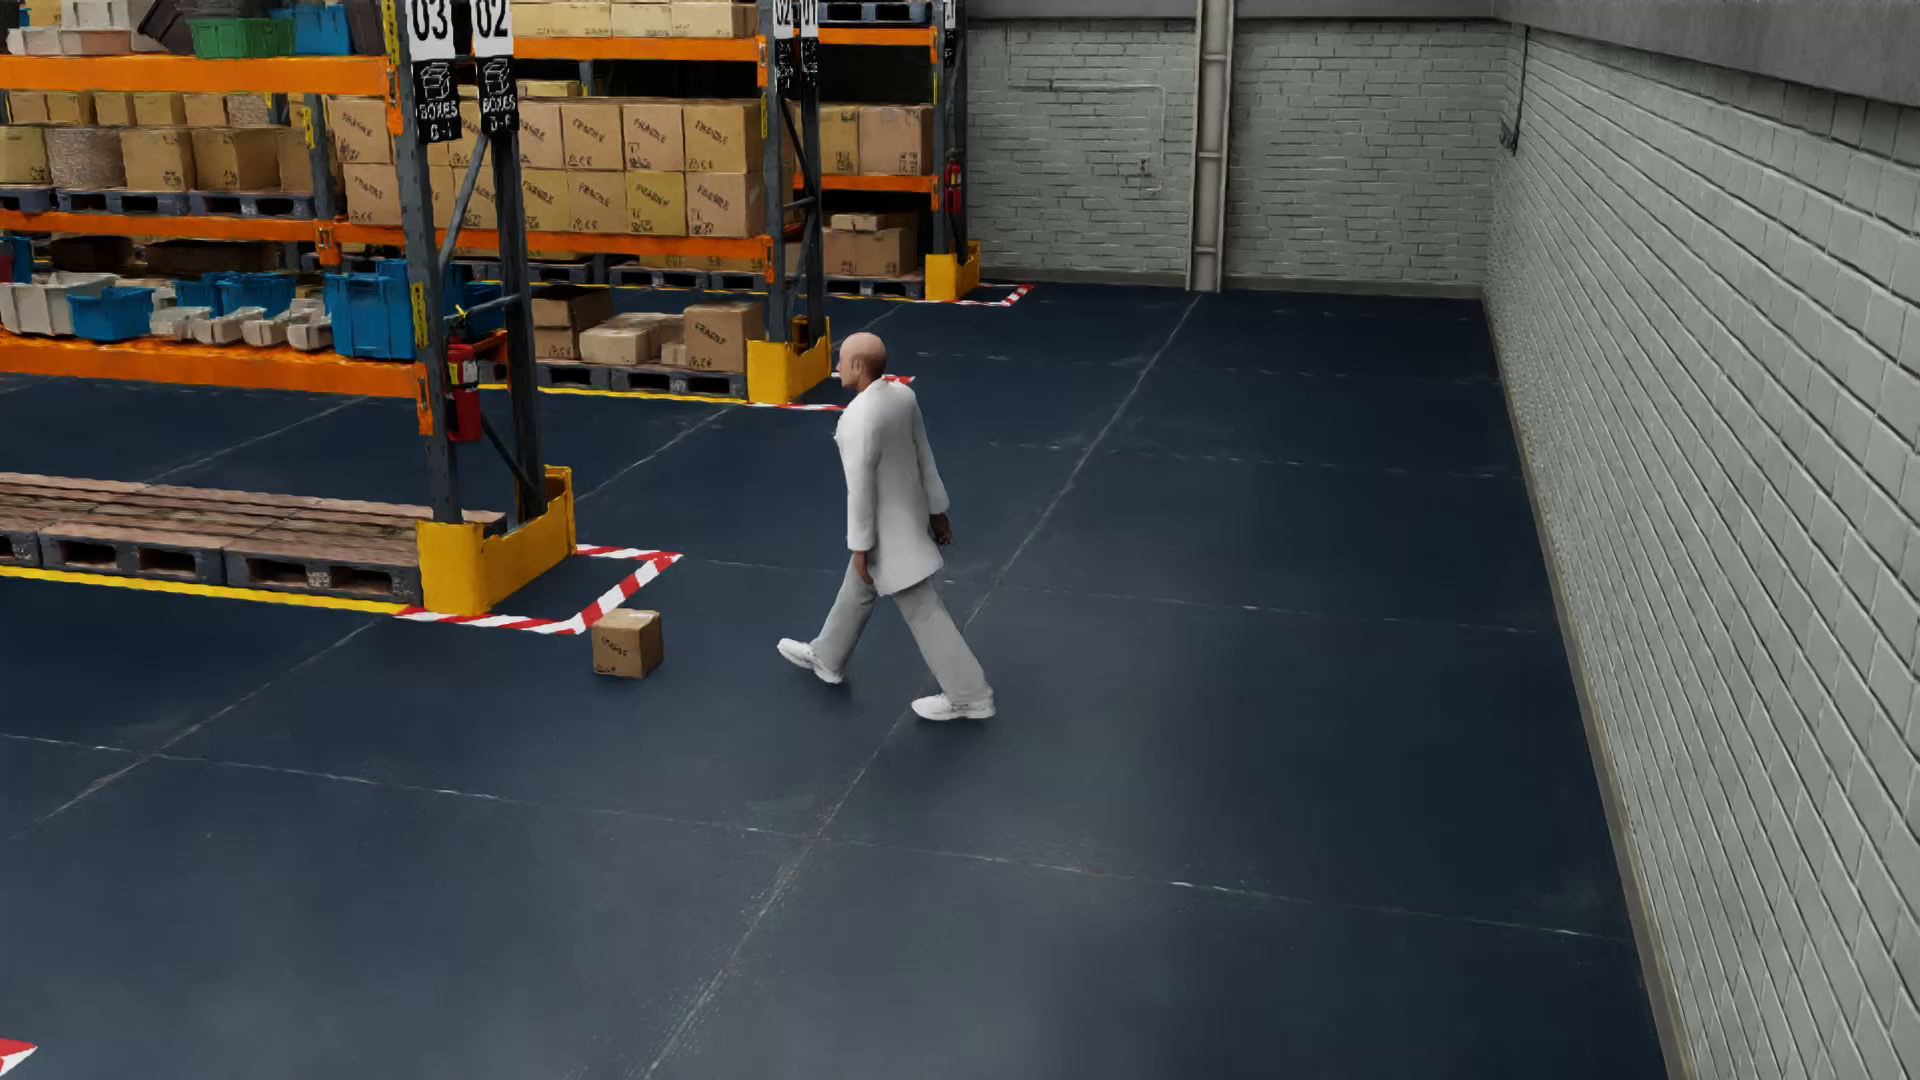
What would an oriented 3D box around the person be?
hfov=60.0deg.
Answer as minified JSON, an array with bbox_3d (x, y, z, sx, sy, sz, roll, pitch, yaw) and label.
[{"bbox_3d":[-0.380,-0.086,7.369,1.154,1.684,0.616,6,19,18],"label":"person"}]
